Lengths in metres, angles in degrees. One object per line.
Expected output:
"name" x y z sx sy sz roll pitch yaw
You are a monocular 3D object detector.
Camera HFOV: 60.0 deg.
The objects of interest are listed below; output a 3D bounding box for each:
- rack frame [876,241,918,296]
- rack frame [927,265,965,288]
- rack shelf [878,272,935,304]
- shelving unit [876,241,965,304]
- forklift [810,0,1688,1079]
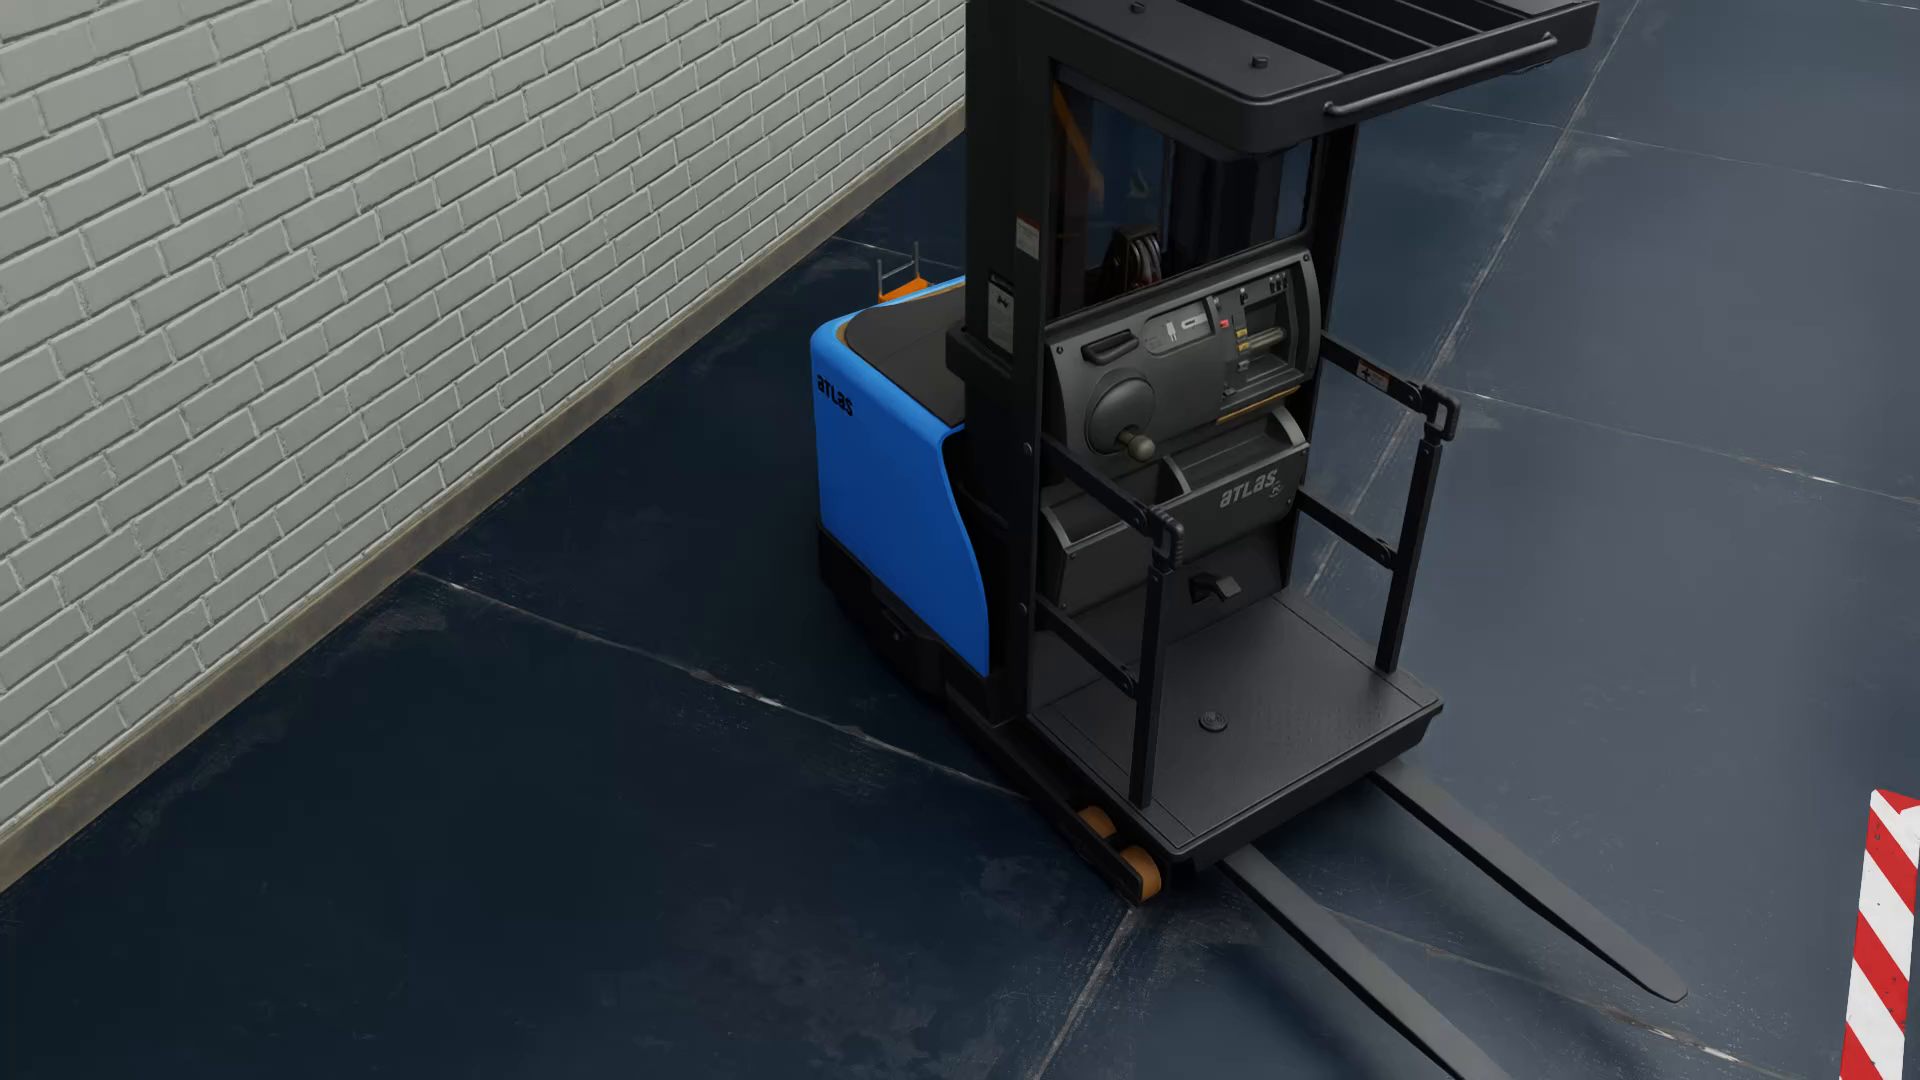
"rack frame" -0.221 -0.598 6.170 0.008 1.050 0.200 29 46 33
"rack frame" -0.042 -0.498 6.037 0.008 1.050 0.200 29 46 33
"rack shelf" -0.131 -0.765 5.938 0.240 0.259 0.215 29 46 33
"shelving unit" -0.131 -0.548 6.103 0.252 1.050 0.215 29 46 33
"forklift" 0.756 -0.444 4.411 1.130 2.935 3.031 -23 43 -27
